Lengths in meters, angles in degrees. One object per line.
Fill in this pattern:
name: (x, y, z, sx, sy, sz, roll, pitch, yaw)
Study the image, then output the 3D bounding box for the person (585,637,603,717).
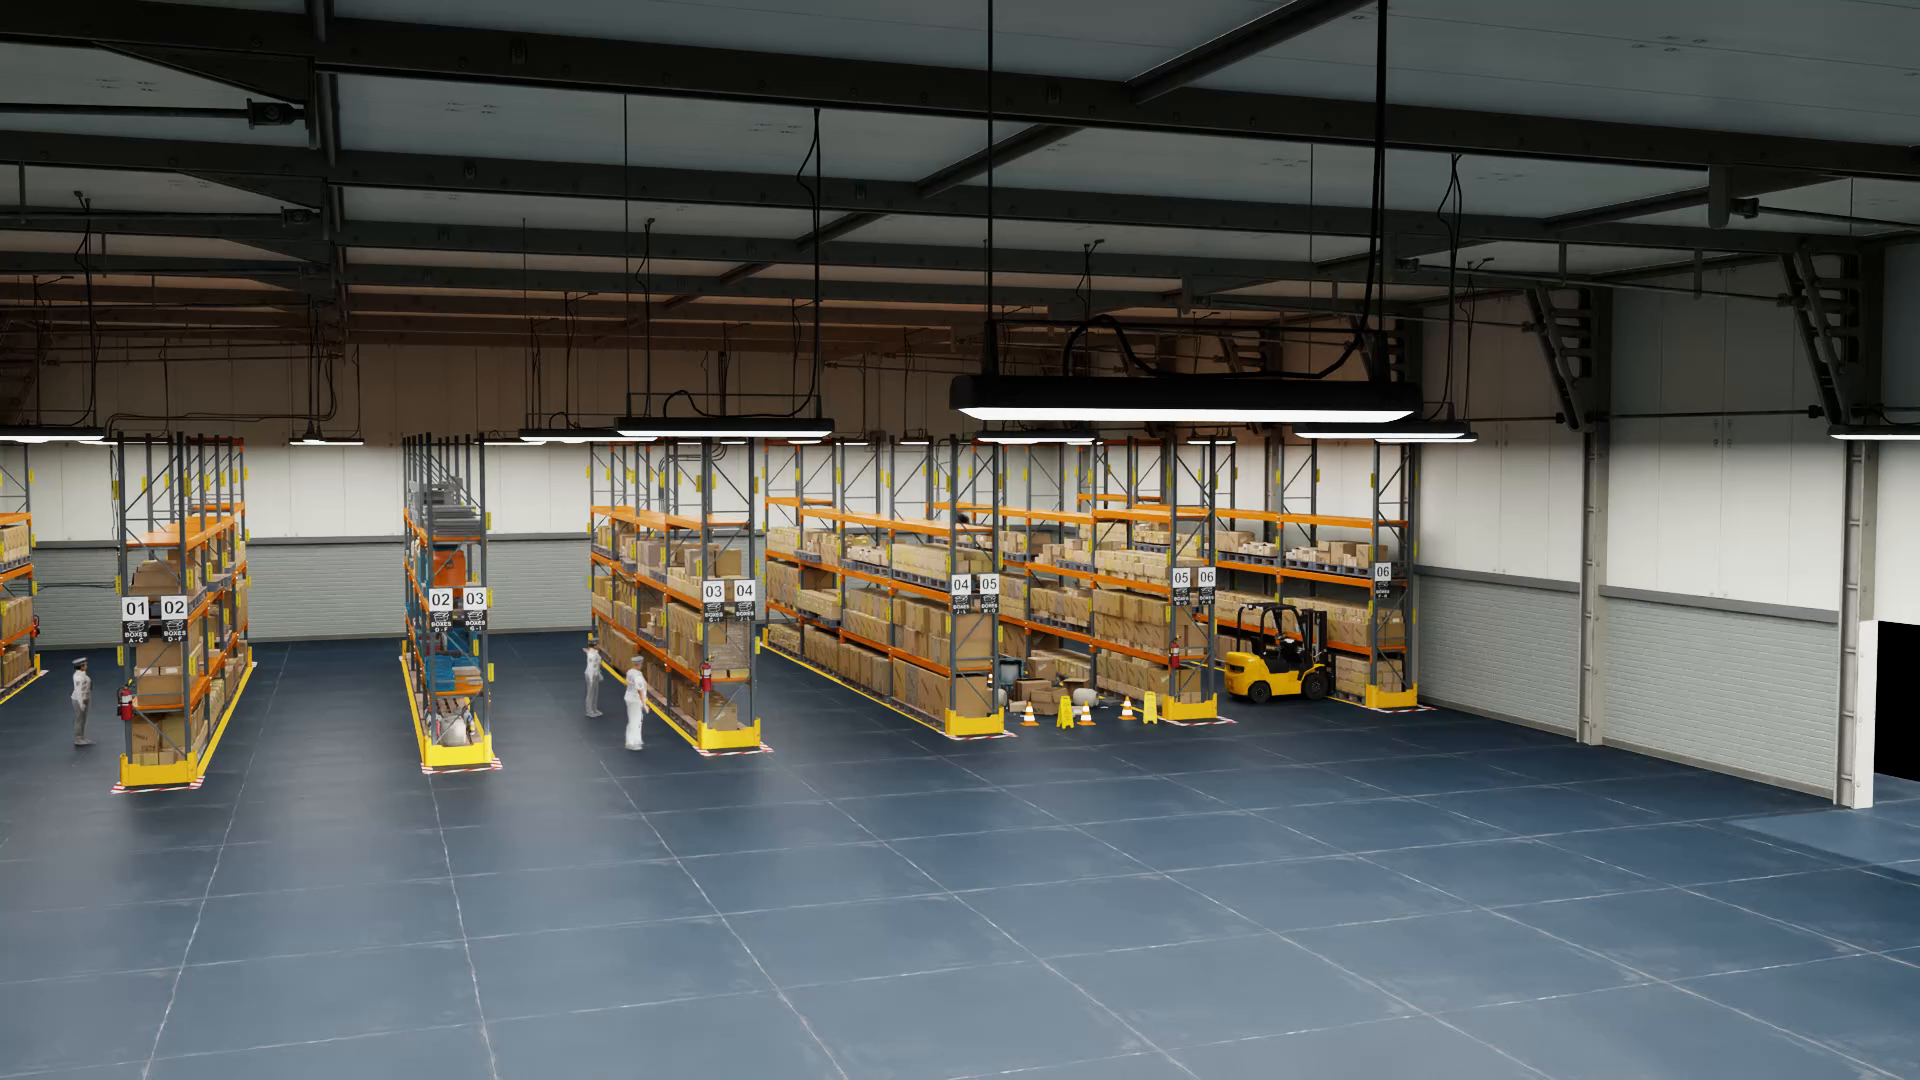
person: (-7.823, 2.920, 35.487, 0.356, 1.689, 0.517, 0, 3, 1)

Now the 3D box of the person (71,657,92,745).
person: (-16.929, 3.104, 32.053, 0.347, 1.691, 0.525, 0, 3, -6)

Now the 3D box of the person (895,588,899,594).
person: (-1.678, 2.177, 46.860, 0.552, 1.647, 0.504, 1, 3, 16)

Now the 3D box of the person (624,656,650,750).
person: (-6.163, 3.111, 31.687, 0.495, 1.807, 0.696, -1, 3, -18)
